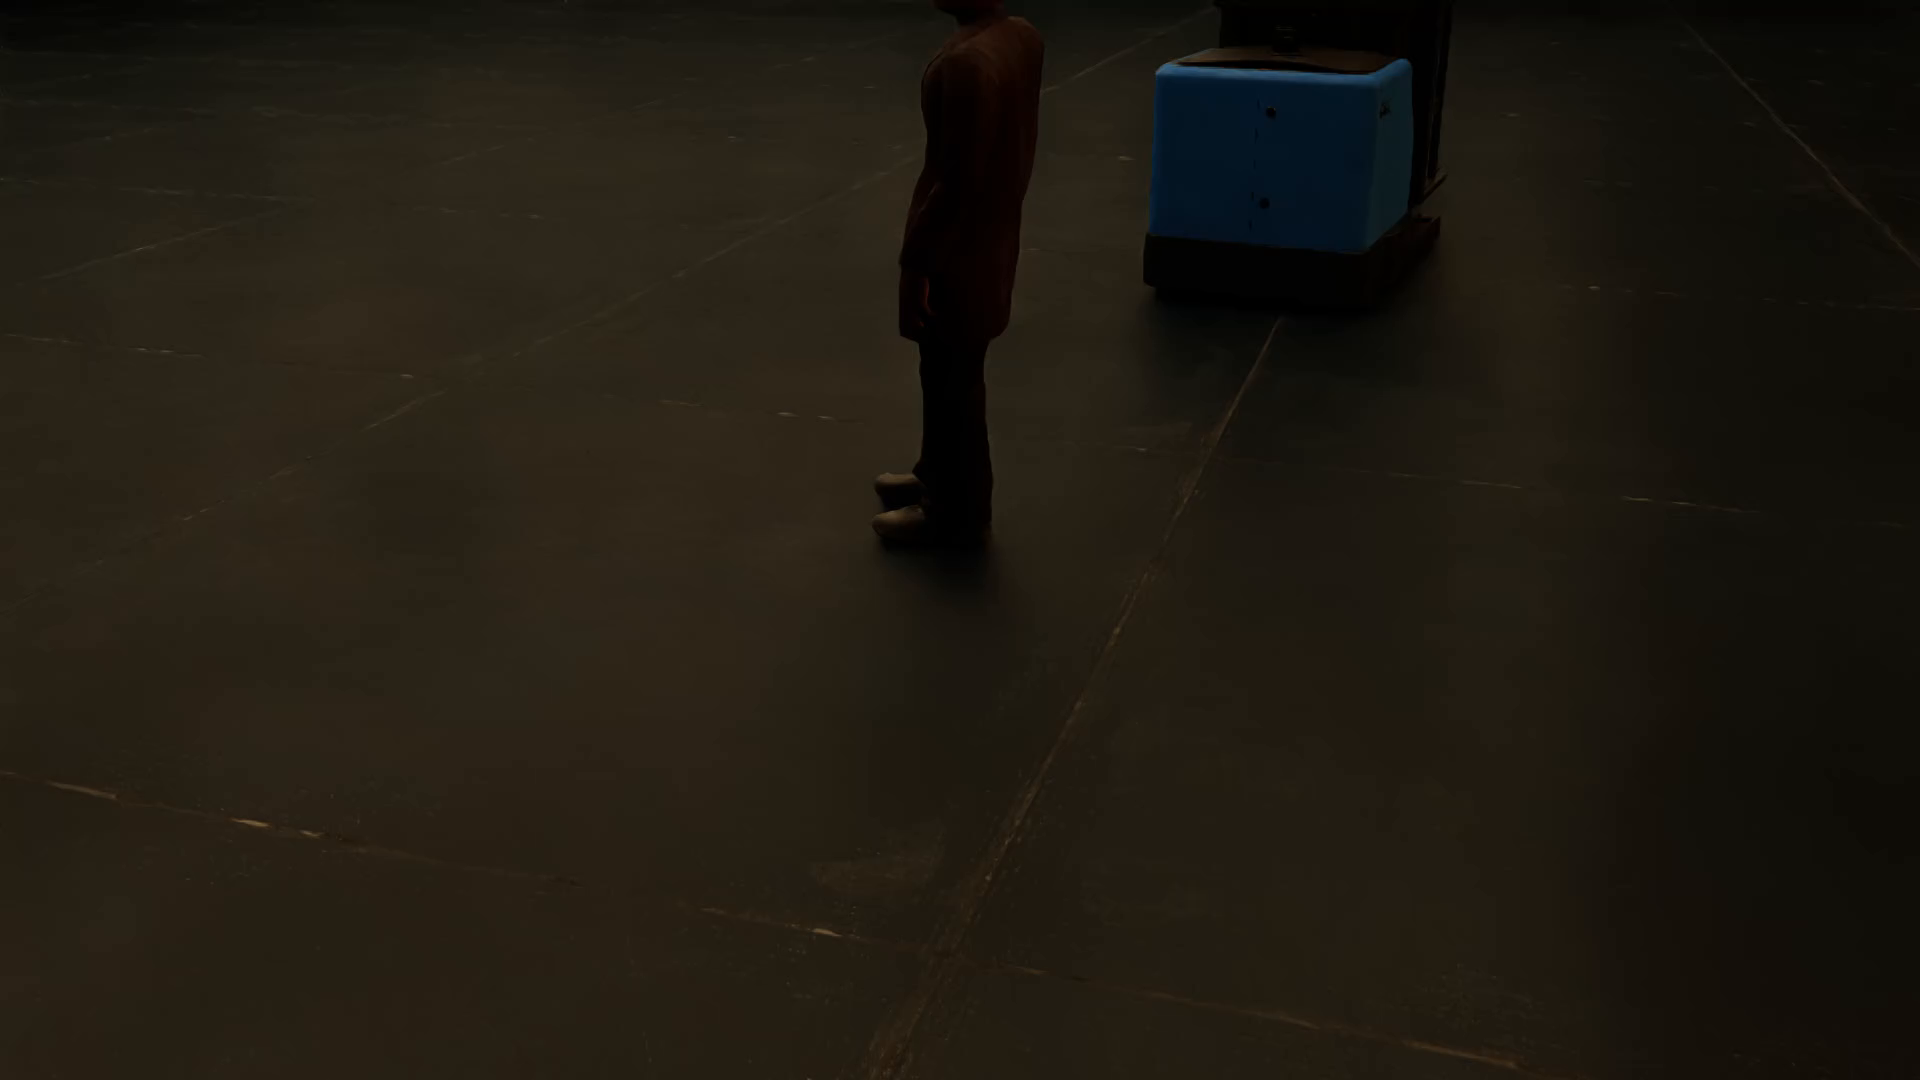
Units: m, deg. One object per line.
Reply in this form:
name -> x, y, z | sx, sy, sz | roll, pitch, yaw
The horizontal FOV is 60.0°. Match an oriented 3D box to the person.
person -> -0.084, -0.842, 4.812 | 0.580, 1.776, 0.684 | 7, 23, 16

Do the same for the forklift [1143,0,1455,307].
forklift -> 1.946, -2.936, 8.390 | 1.130, 2.935, 3.031 | 10, 24, 23
